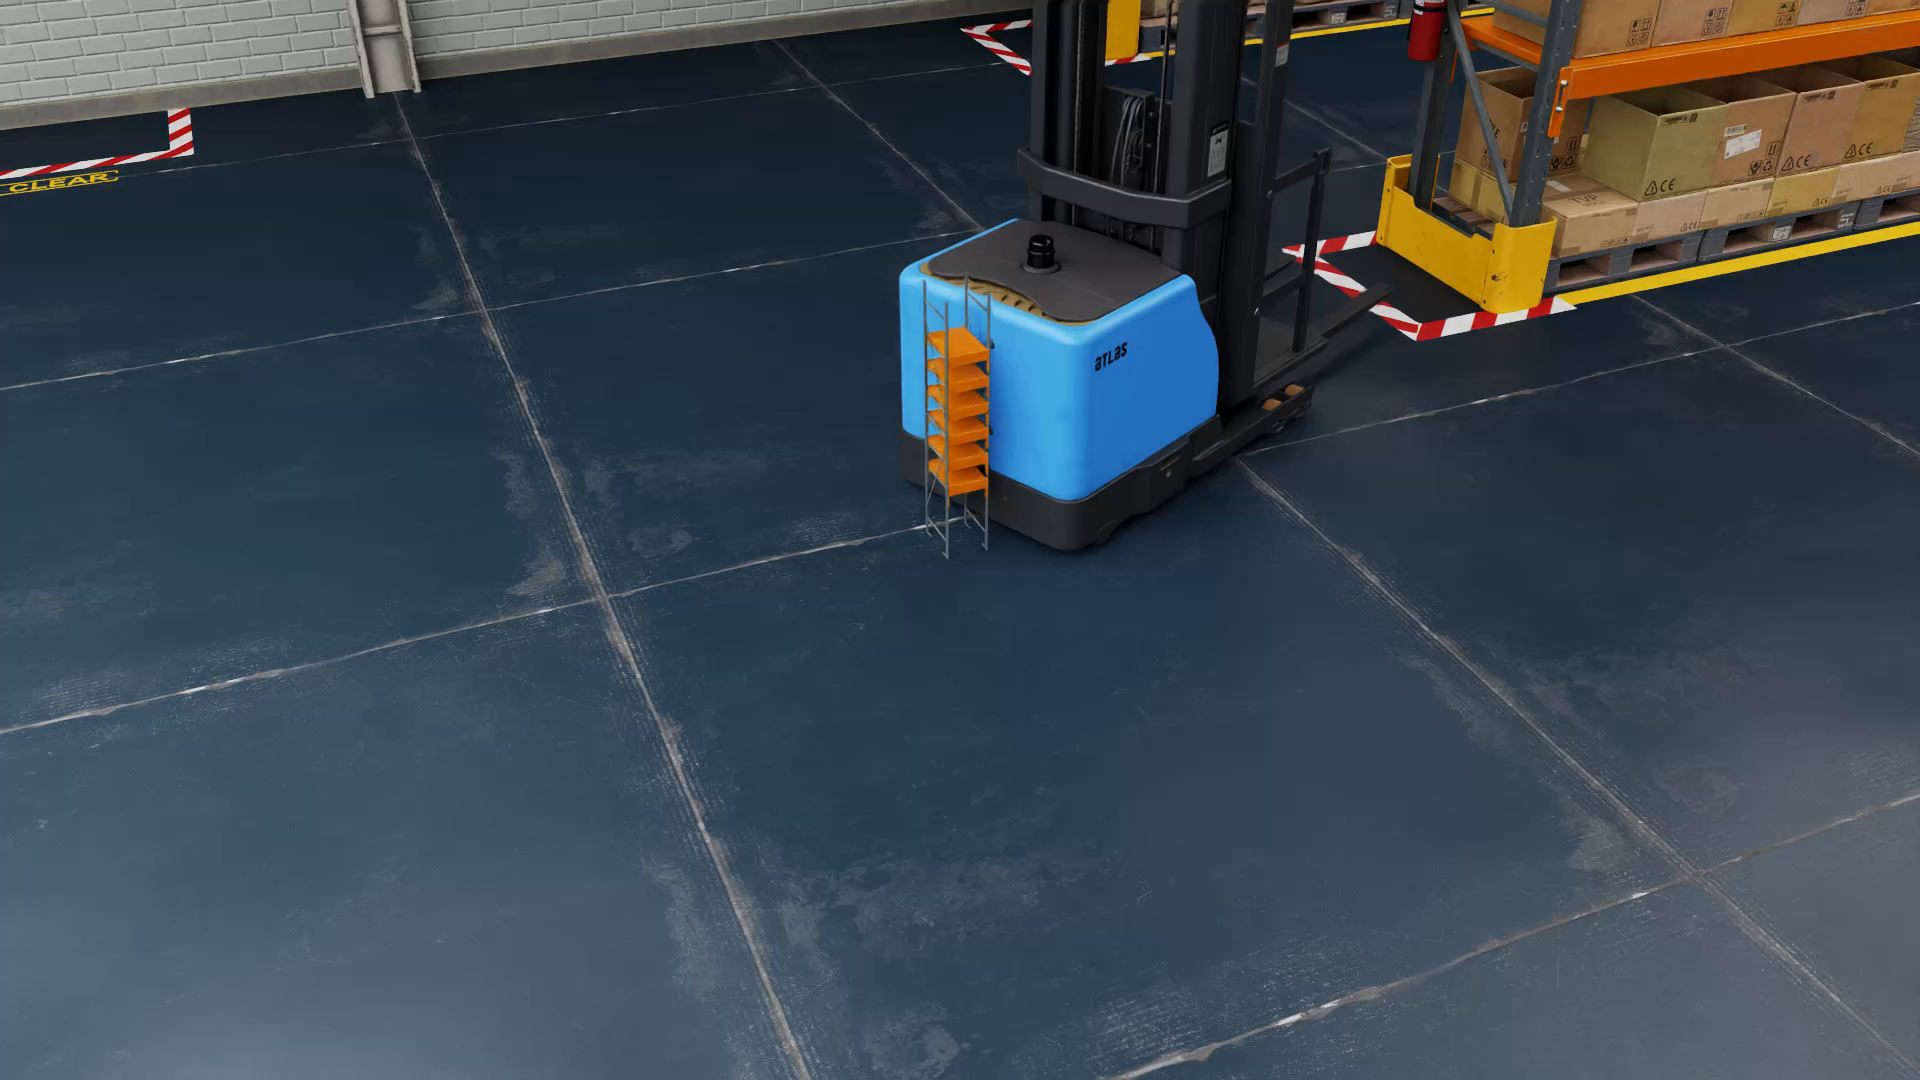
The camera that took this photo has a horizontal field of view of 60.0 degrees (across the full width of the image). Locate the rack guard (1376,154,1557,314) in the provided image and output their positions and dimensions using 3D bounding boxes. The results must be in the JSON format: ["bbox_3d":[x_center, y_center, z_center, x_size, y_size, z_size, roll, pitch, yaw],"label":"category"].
[{"bbox_3d":[2.872,-1.774,9.518,0.348,0.500,1.175,-13,35,-19],"label":"rack guard"}]

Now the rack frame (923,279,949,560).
[{"bbox_3d":[-0.098,-0.479,6.885,0.006,1.200,0.240,-13,35,-20],"label":"rack frame"}]

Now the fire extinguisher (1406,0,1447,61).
[{"bbox_3d":[2.605,-3.003,9.186,0.183,0.674,0.296,-13,35,-19],"label":"fire extinguisher"}]

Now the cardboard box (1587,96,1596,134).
[{"bbox_3d":[4.189,-2.646,10.015,0.500,0.500,0.500,-13,35,-19],"label":"cardboard box"}]

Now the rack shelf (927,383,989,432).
[{"bbox_3d":[-0.015,-0.563,6.875,0.180,0.103,0.258,-13,35,-20],"label":"rack shelf"}]

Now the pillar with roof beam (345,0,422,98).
[{"bbox_3d":[-2.582,-4.983,6.657,0.400,9.000,9.100,-13,35,-19],"label":"pillar with roof beam"}]

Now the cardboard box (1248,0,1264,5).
[{"bbox_3d":[2.171,-4.595,13.624,0.500,0.311,0.500,-10,34,-15],"label":"cardboard box"}]

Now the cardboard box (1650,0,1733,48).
[{"bbox_3d":[3.812,-3.074,9.132,0.500,0.500,0.700,-12,35,-18],"label":"cardboard box"}]

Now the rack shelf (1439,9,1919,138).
[{"bbox_3d":[4.738,-2.947,9.689,4.000,0.370,1.077,-13,35,-19],"label":"rack shelf"}]

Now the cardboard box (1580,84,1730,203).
[{"bbox_3d":[3.935,-2.272,9.441,0.500,0.500,0.500,-13,35,-19],"label":"cardboard box"}]

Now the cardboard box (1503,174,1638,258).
[{"bbox_3d":[3.474,-1.852,9.481,0.500,0.250,0.500,-13,35,-19],"label":"cardboard box"}]

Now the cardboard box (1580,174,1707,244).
[{"bbox_3d":[3.934,-1.959,9.647,0.500,0.250,0.500,-13,35,-19],"label":"cardboard box"}]

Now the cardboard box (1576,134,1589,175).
[{"bbox_3d":[3.730,-2.224,10.053,0.500,0.250,0.500,-13,35,-19],"label":"cardboard box"}]

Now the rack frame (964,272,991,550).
[{"bbox_3d":[0.069,-0.519,6.948,0.006,1.200,0.240,-13,35,-20],"label":"rack frame"}]

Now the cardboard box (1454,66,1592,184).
[{"bbox_3d":[3.273,-2.427,9.679,0.500,0.500,0.500,-13,35,-19],"label":"cardboard box"}]

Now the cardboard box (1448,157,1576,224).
[{"bbox_3d":[3.274,-2.112,9.882,0.500,0.250,0.500,-13,35,-19],"label":"cardboard box"}]

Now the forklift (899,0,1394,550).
[{"bbox_3d":[1.079,-1.907,7.494,1.130,2.935,3.031,26,41,34],"label":"forklift"}]

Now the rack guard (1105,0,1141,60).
[{"bbox_3d":[1.043,-4.285,13.378,0.348,0.500,1.175,-13,35,-19],"label":"rack guard"}]

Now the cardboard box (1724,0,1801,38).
[{"bbox_3d":[4.272,-3.176,9.289,0.500,0.500,0.700,-13,35,-19],"label":"cardboard box"}]

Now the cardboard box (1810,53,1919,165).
[{"bbox_3d":[5.314,-2.594,9.935,0.500,0.500,0.500,-13,35,-19],"label":"cardboard box"}]

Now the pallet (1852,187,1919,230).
[{"bbox_3d":[5.833,-2.356,10.677,1.213,0.211,1.003,-13,35,-19],"label":"pallet"}]

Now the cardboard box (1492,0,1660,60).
[{"bbox_3d":[3.329,-2.961,8.958,0.500,0.500,0.700,-13,35,-19],"label":"cardboard box"}]

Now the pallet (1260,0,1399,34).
[{"bbox_3d":[2.929,-4.573,14.085,1.213,0.211,1.003,-13,35,-19],"label":"pallet"}]

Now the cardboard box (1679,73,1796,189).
[{"bbox_3d":[4.391,-2.384,9.613,0.500,0.500,0.500,-13,35,-19],"label":"cardboard box"}]

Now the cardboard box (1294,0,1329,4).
[{"bbox_3d":[2.867,-4.804,13.772,0.500,0.500,0.700,-15,36,-22],"label":"cardboard box"}]

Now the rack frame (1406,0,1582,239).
[{"bbox_3d":[2.894,-2.827,8.844,0.127,3.000,1.000,-13,35,-19],"label":"rack frame"}]

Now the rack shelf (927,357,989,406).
[{"bbox_3d":[-0.014,-0.664,6.810,0.180,0.103,0.258,-13,35,-20],"label":"rack shelf"}]

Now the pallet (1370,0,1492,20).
[{"bbox_3d":[4.055,-4.833,14.484,1.213,0.211,1.003,-13,35,-19],"label":"pallet"}]

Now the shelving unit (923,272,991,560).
[{"bbox_3d":[-0.015,-0.499,6.916,0.189,1.200,0.258,-13,35,-20],"label":"shelving unit"}]

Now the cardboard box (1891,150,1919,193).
[{"bbox_3d":[5.774,-2.386,10.303,0.500,0.250,0.500,-13,35,-19],"label":"cardboard box"}]

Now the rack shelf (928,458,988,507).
[{"bbox_3d":[-0.015,-0.261,7.071,0.180,0.103,0.258,-13,35,-20],"label":"rack shelf"}]

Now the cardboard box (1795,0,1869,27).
[{"bbox_3d":[4.756,-3.289,9.463,0.500,0.500,0.700,-12,35,-18],"label":"cardboard box"}]

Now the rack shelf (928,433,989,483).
[{"bbox_3d":[-0.015,-0.361,7.006,0.180,0.103,0.258,-13,35,-20],"label":"rack shelf"}]

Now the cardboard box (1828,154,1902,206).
[{"bbox_3d":[5.319,-2.273,10.130,0.500,0.250,0.500,-13,35,-19],"label":"cardboard box"}]

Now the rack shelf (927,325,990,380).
[{"bbox_3d":[-0.014,-0.764,6.745,0.180,0.103,0.258,-13,35,-20],"label":"rack shelf"}]

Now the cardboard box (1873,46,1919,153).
[{"bbox_3d":[5.773,-2.702,10.100,0.500,0.500,0.500,-13,35,-19],"label":"cardboard box"}]

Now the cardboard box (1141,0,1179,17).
[{"bbox_3d":[1.646,-4.475,13.439,0.500,0.311,0.500,-17,37,-24],"label":"cardboard box"}]

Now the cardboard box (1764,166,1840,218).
[{"bbox_3d":[4.858,-2.167,9.967,0.500,0.250,0.500,-13,35,-19],"label":"cardboard box"}]

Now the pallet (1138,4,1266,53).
[{"bbox_3d":[1.806,-4.318,13.693,1.213,0.211,1.003,-13,35,-19],"label":"pallet"}]

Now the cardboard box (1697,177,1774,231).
[{"bbox_3d":[4.395,-2.064,9.808,0.500,0.250,0.500,-13,35,-19],"label":"cardboard box"}]

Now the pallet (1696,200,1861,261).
[{"bbox_3d":[4.706,-2.096,10.278,1.213,0.211,1.003,-13,35,-19],"label":"pallet"}]

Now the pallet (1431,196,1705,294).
[{"bbox_3d":[3.583,-1.840,9.885,1.213,0.211,1.003,-13,35,-19],"label":"pallet"}]

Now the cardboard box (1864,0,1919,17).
[{"bbox_3d":[5.227,-3.398,9.630,0.500,0.500,0.700,-12,35,-18],"label":"cardboard box"}]

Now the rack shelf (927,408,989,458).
[{"bbox_3d":[-0.015,-0.462,6.941,0.180,0.103,0.258,-13,35,-20],"label":"rack shelf"}]

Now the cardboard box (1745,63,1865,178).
[{"bbox_3d":[4.859,-2.481,9.762,0.500,0.500,0.500,-13,35,-19],"label":"cardboard box"}]
